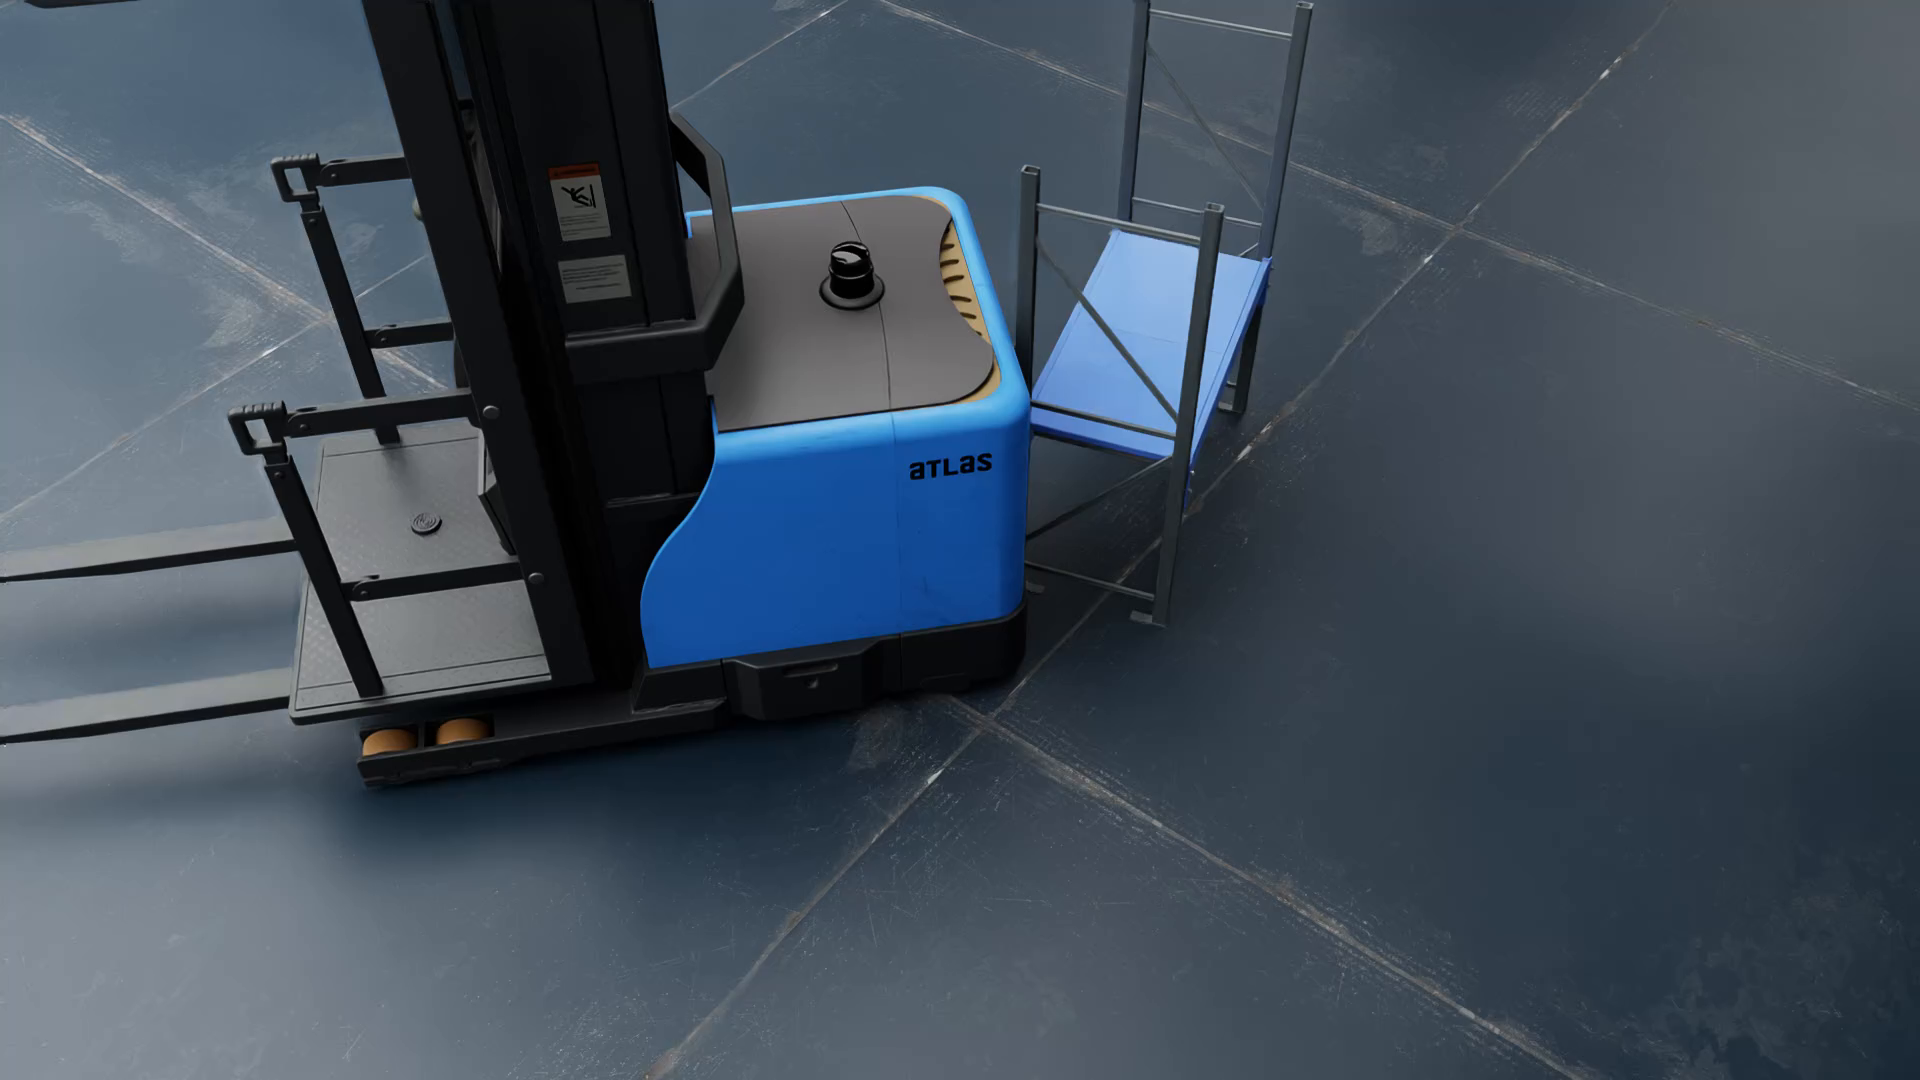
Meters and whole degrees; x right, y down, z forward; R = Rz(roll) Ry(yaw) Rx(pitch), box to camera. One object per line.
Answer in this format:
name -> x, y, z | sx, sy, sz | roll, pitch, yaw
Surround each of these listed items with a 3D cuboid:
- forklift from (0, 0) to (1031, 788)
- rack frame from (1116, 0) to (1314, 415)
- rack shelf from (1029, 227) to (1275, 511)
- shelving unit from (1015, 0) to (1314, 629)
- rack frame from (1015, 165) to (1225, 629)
forklift -> -1.378, -0.752, 3.941 | 3.031, 2.935, 1.130 | -8, 47, -7
rack frame -> 0.736, -1.014, 5.182 | 0.500, 1.500, 0.032 | 15, 48, 14
rack shelf -> 0.561, -0.545, 4.982 | 0.538, 0.185, 1.000 | 15, 48, 14
shelving unit -> 0.561, -0.669, 4.852 | 0.538, 1.500, 1.048 | 15, 48, 14
rack frame -> 0.386, -0.324, 4.522 | 0.500, 1.500, 0.032 | 15, 48, 14
